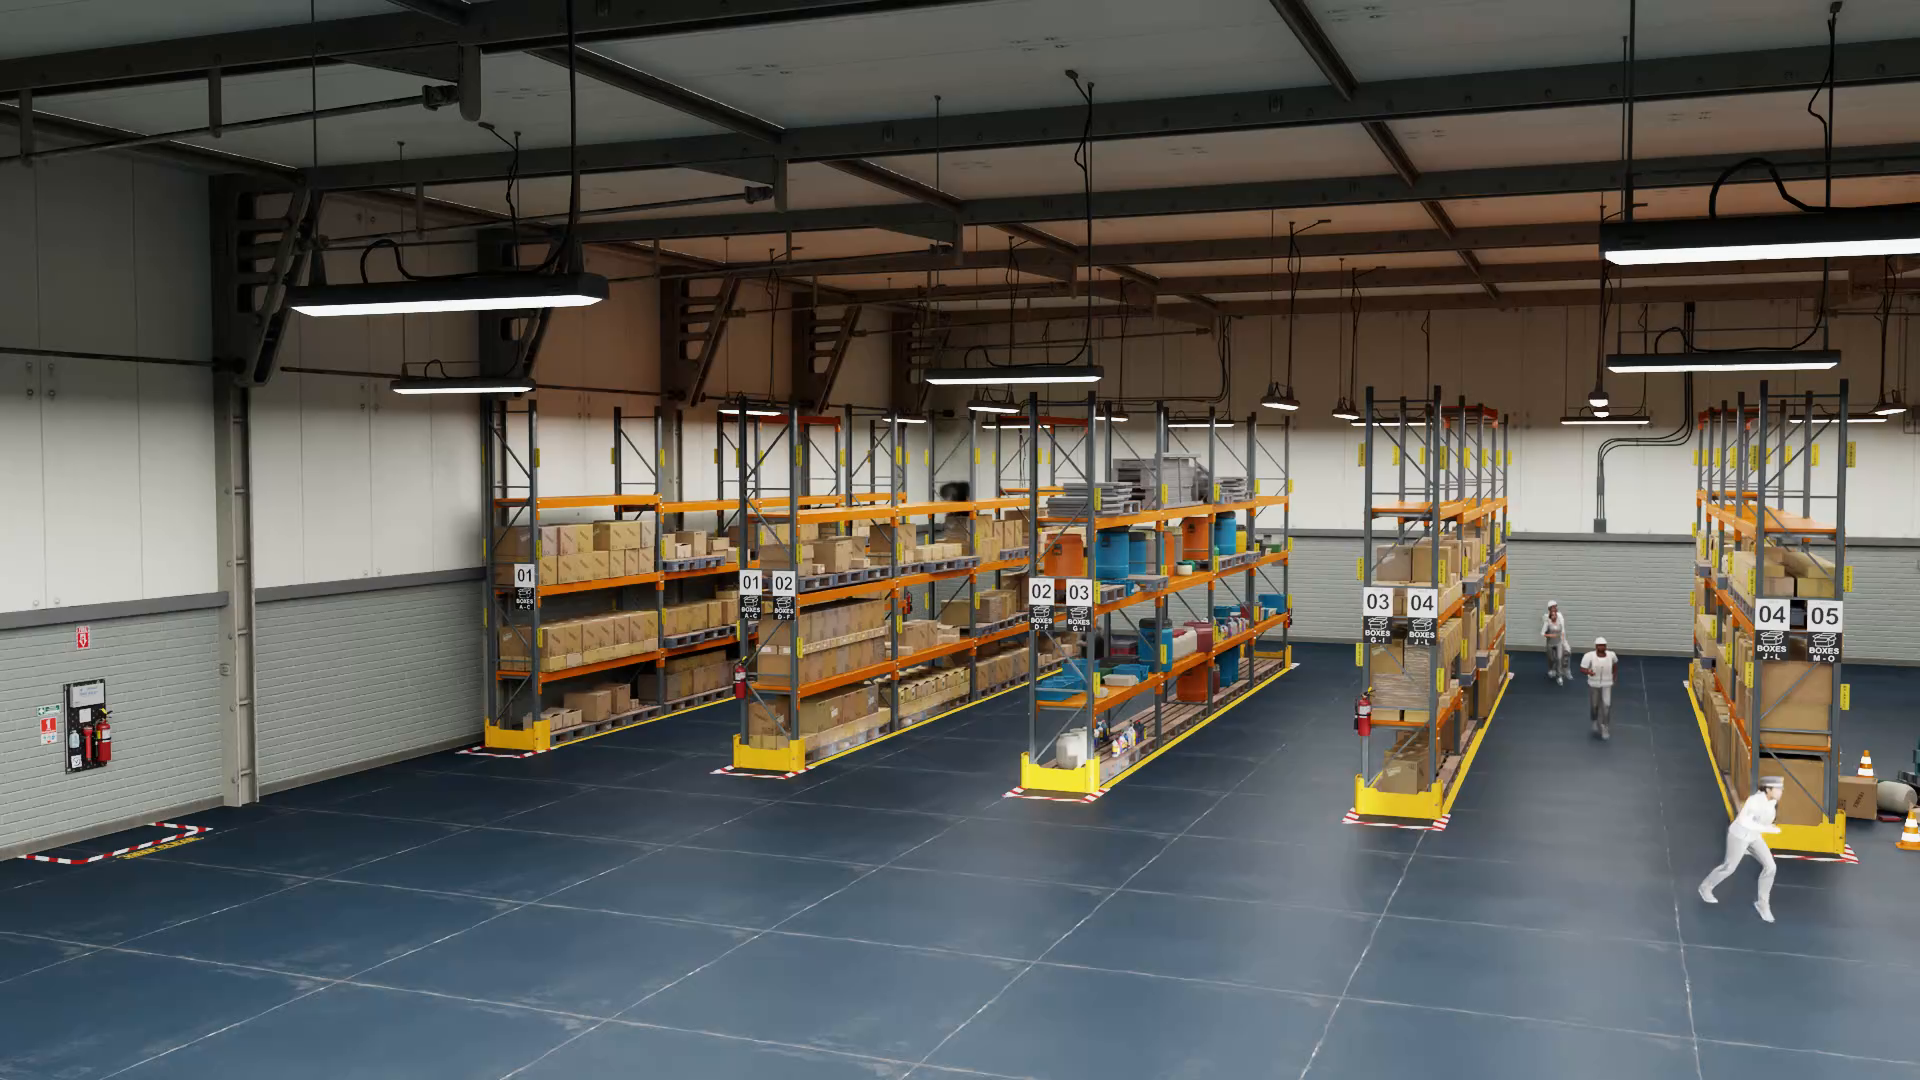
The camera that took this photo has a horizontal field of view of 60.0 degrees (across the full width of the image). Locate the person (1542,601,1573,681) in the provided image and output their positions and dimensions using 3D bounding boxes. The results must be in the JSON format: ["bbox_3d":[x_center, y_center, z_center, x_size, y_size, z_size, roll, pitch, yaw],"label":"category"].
[{"bbox_3d":[13.471,2.257,37.603,0.684,1.772,0.752,-1,3,-14],"label":"person"}]

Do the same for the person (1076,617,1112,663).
[{"bbox_3d":[2.532,2.304,31.723,0.649,1.775,0.821,1,3,18],"label":"person"}]

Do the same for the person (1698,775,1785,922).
[{"bbox_3d":[8.597,3.336,18.278,0.656,1.622,0.950,-2,3,-34],"label":"person"}]

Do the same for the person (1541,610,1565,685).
[{"bbox_3d":[13.201,2.370,37.009,0.546,1.617,0.869,0,3,9],"label":"person"}]

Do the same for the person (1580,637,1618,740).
[{"bbox_3d":[11.512,2.632,29.959,0.640,1.796,0.890,1,3,18],"label":"person"}]
